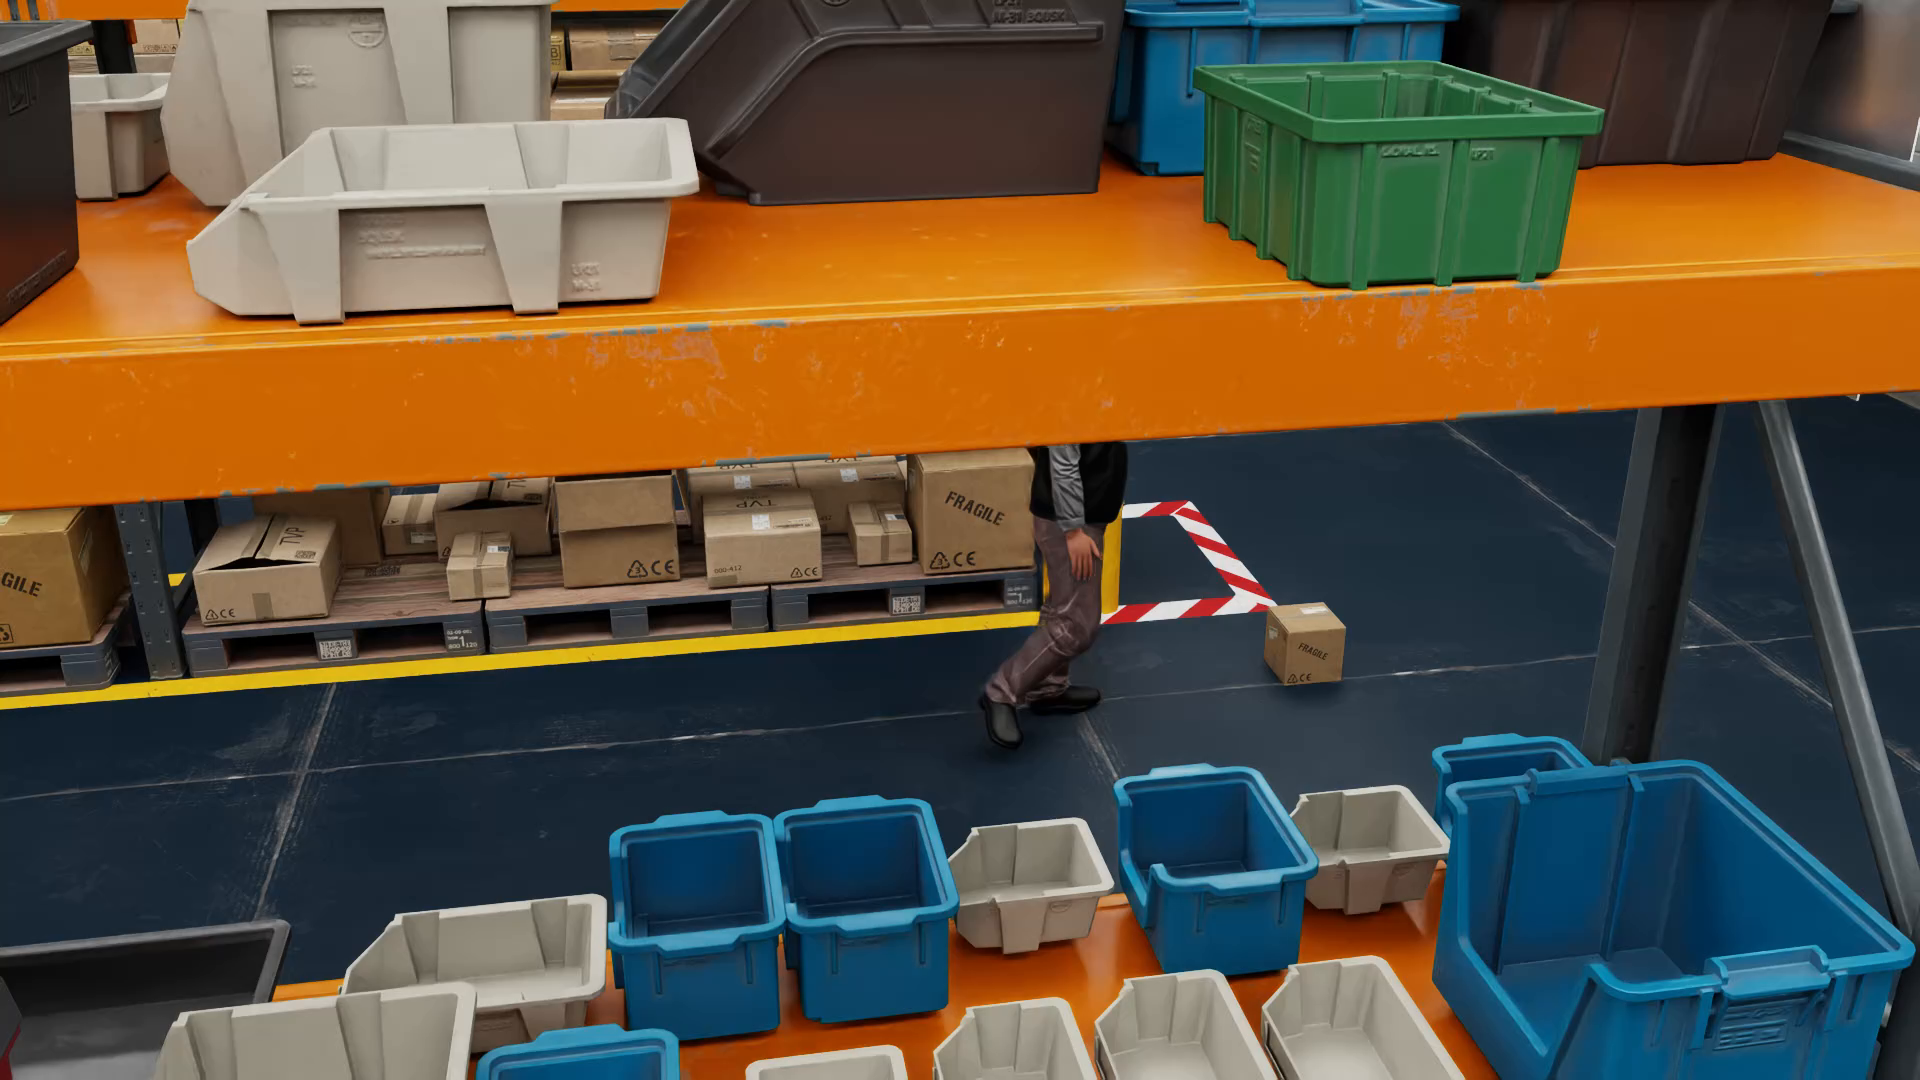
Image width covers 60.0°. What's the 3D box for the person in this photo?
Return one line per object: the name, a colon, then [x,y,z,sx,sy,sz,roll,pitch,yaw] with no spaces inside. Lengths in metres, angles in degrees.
person: [0.350,-0.063,6.255,0.520,1.714,0.709,4,23,9]
